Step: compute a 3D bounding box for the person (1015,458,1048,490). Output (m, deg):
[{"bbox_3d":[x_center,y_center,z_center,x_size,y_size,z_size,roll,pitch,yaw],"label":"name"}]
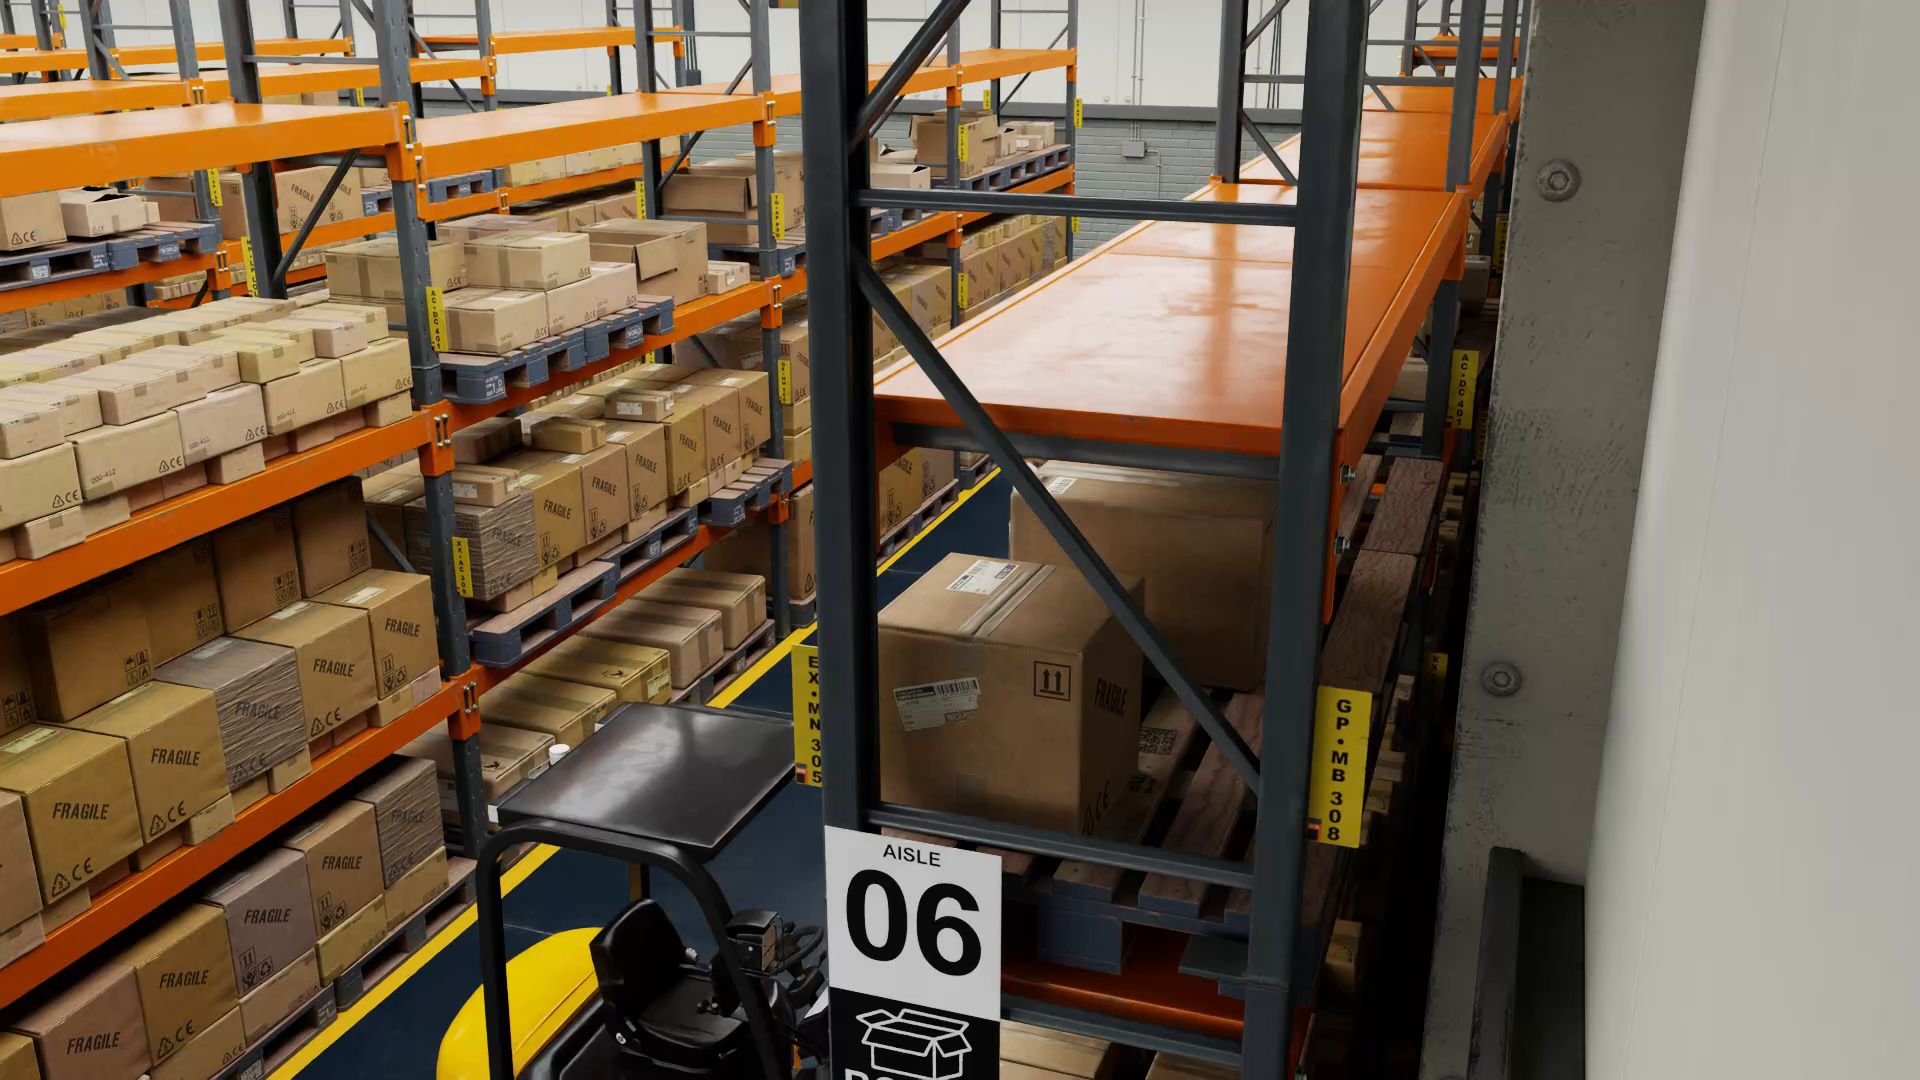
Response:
[{"bbox_3d":[0.553,-0.026,12.708,0.668,1.653,0.505,7,20,19],"label":"person"}]
